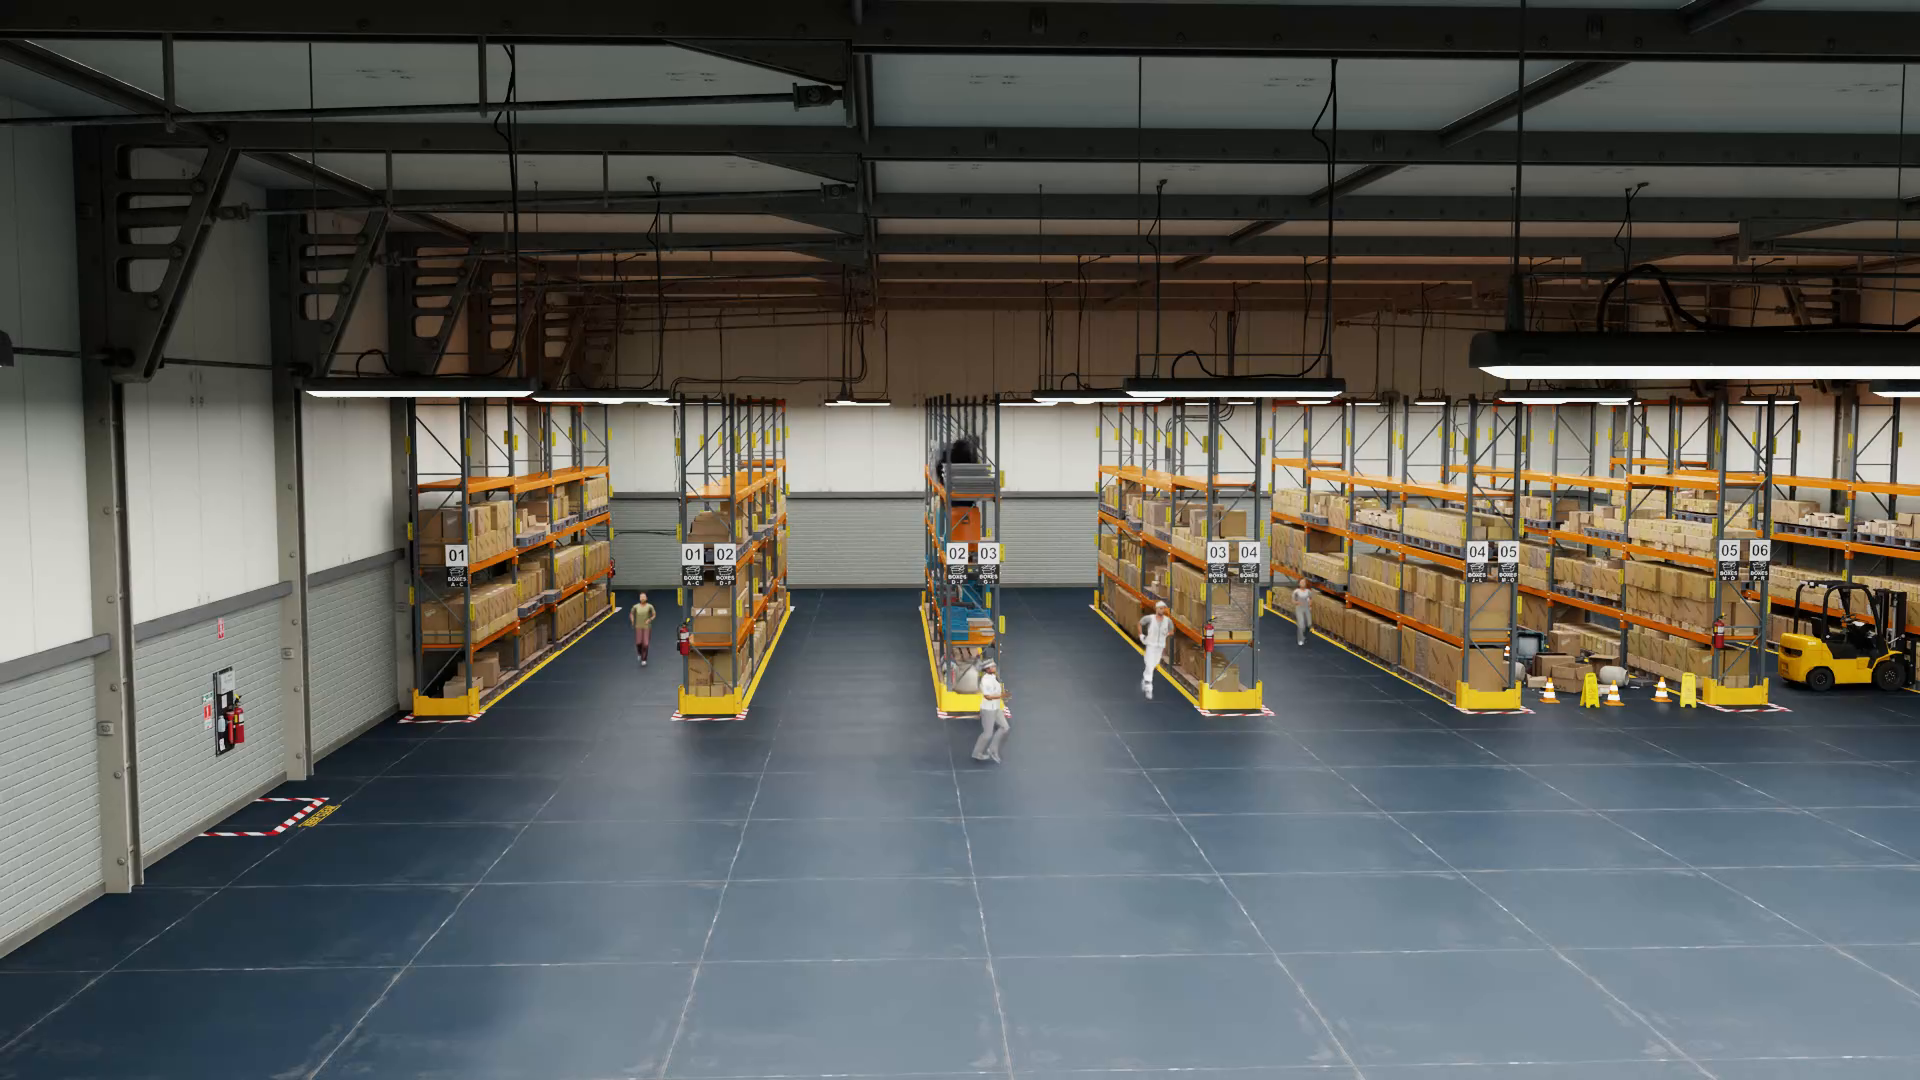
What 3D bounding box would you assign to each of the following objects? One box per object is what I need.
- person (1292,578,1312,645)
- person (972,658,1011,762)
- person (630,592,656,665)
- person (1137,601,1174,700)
[{"bbox_3d":[8.281,1.729,40.079,0.553,1.628,0.558,0,5,-5],"label":"person"},{"bbox_3d":[0.525,2.763,26.899,0.665,1.731,0.555,1,5,18],"label":"person"},{"bbox_3d":[-7.071,1.979,37.092,0.581,1.626,0.530,-1,5,-9],"label":"person"},{"bbox_3d":[3.731,2.056,31.602,0.696,1.806,0.851,-1,5,-16],"label":"person"}]
